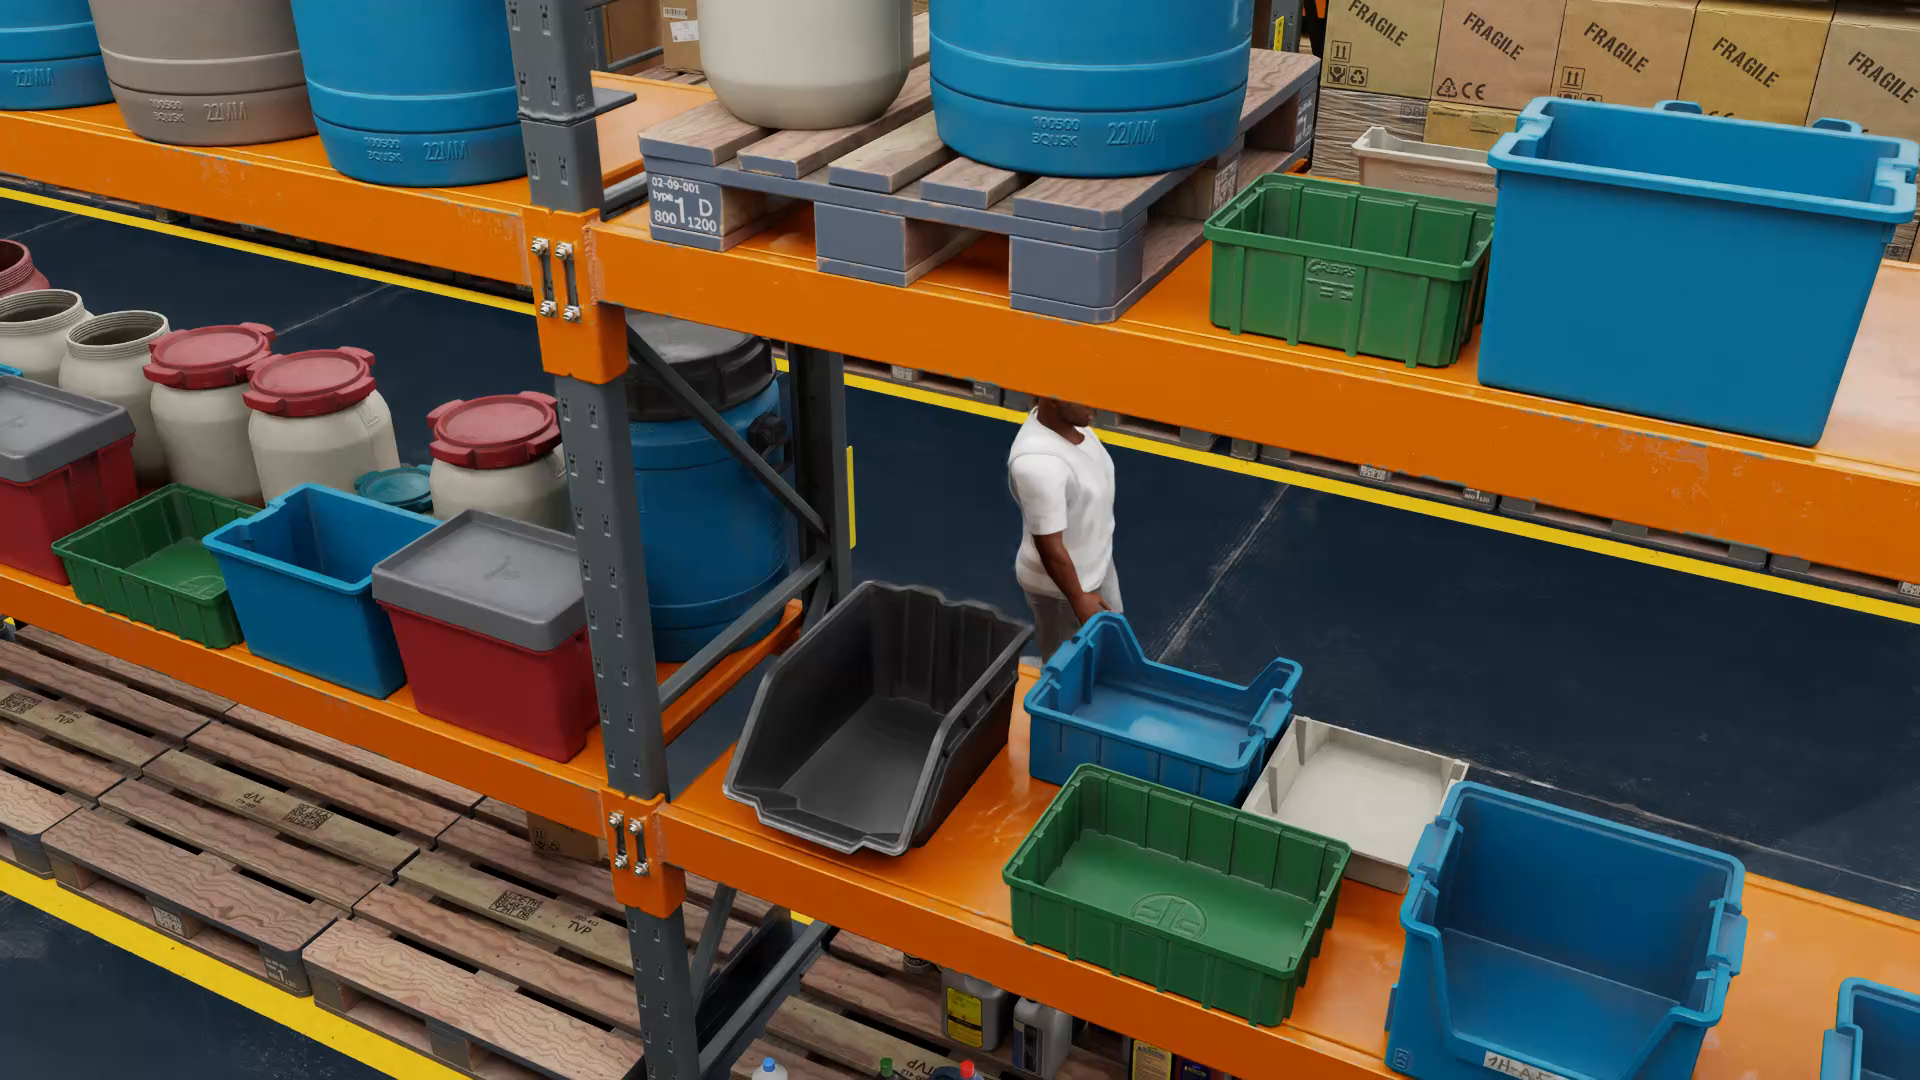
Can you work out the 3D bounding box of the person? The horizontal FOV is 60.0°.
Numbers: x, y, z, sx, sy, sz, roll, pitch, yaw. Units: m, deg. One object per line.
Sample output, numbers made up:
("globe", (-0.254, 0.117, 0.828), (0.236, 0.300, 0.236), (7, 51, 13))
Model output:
("person", (0.353, 0.088, 5.956), (0.831, 1.742, 0.624), (11, 32, 18))
